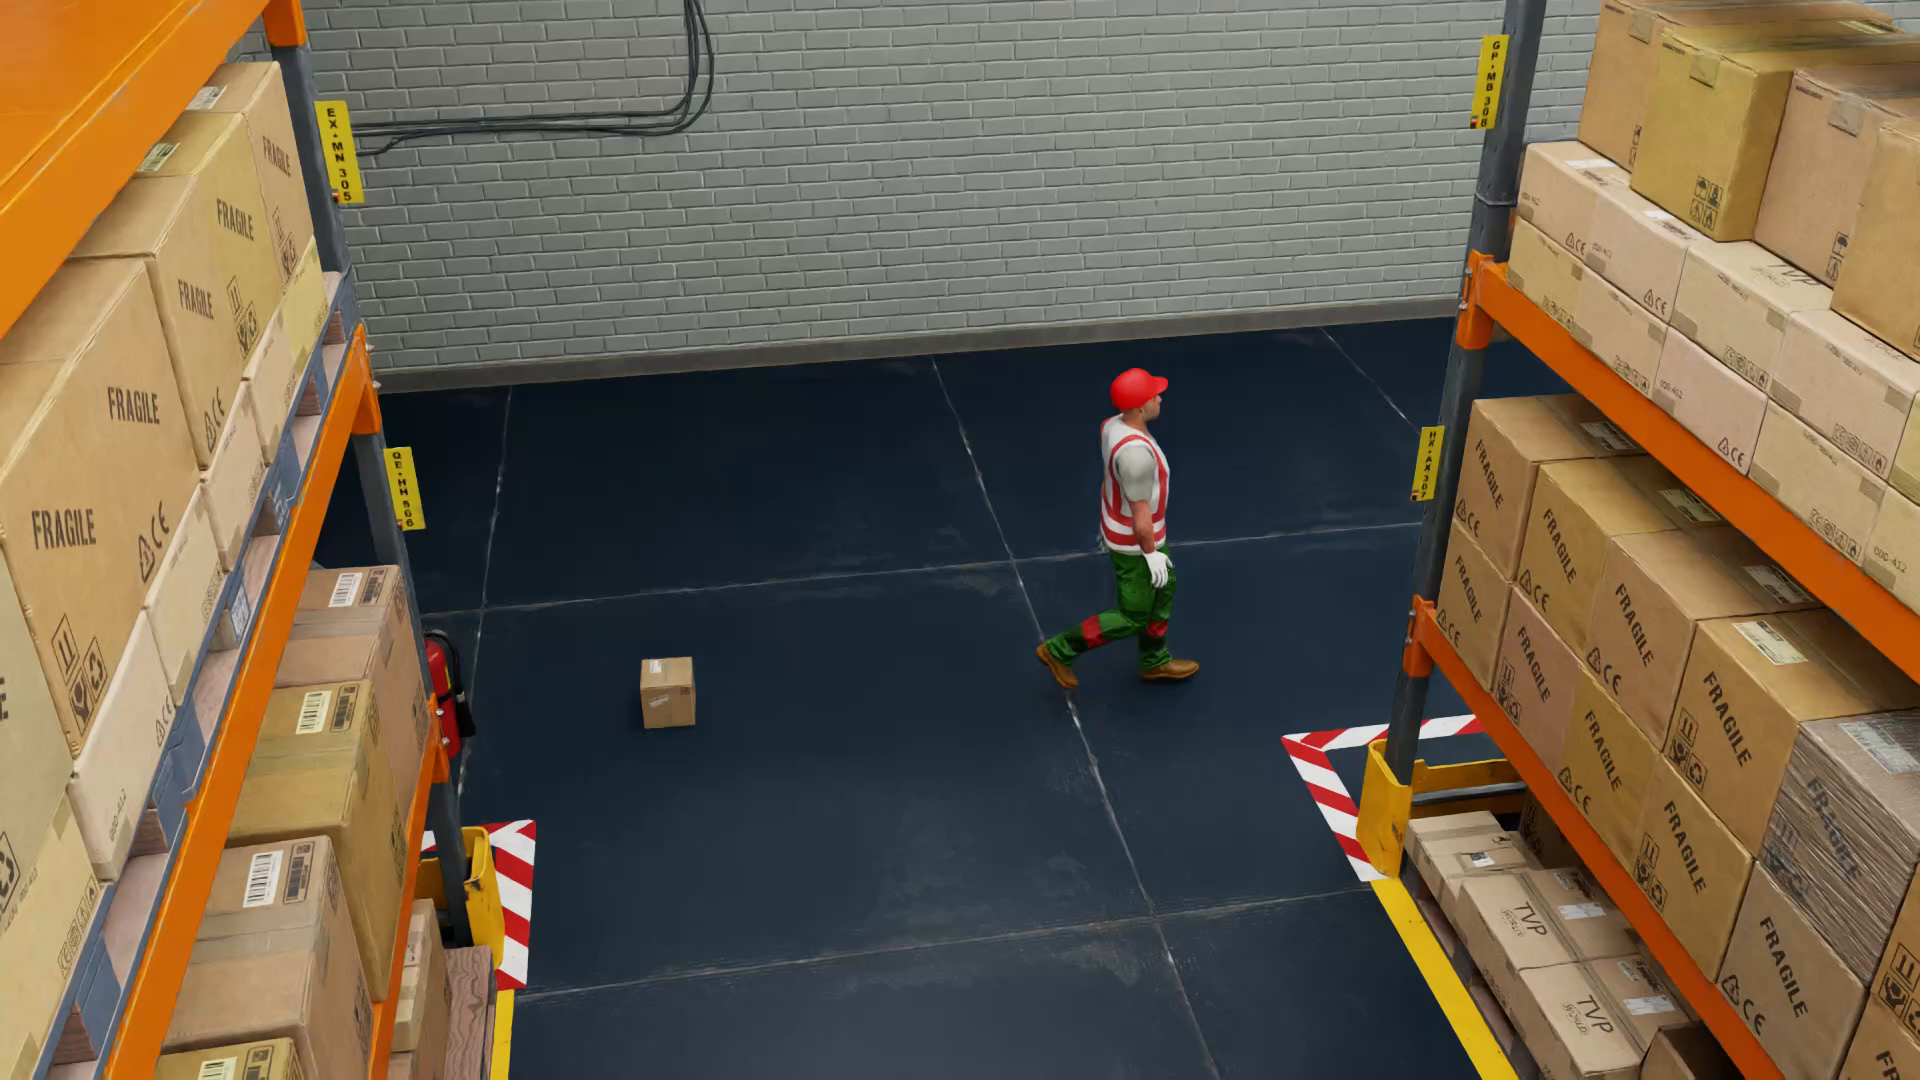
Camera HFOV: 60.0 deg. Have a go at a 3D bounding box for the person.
[{"bbox_3d":[0.808,-0.021,8.126,0.864,1.761,0.541,-1,30,-2],"label":"person"}]
